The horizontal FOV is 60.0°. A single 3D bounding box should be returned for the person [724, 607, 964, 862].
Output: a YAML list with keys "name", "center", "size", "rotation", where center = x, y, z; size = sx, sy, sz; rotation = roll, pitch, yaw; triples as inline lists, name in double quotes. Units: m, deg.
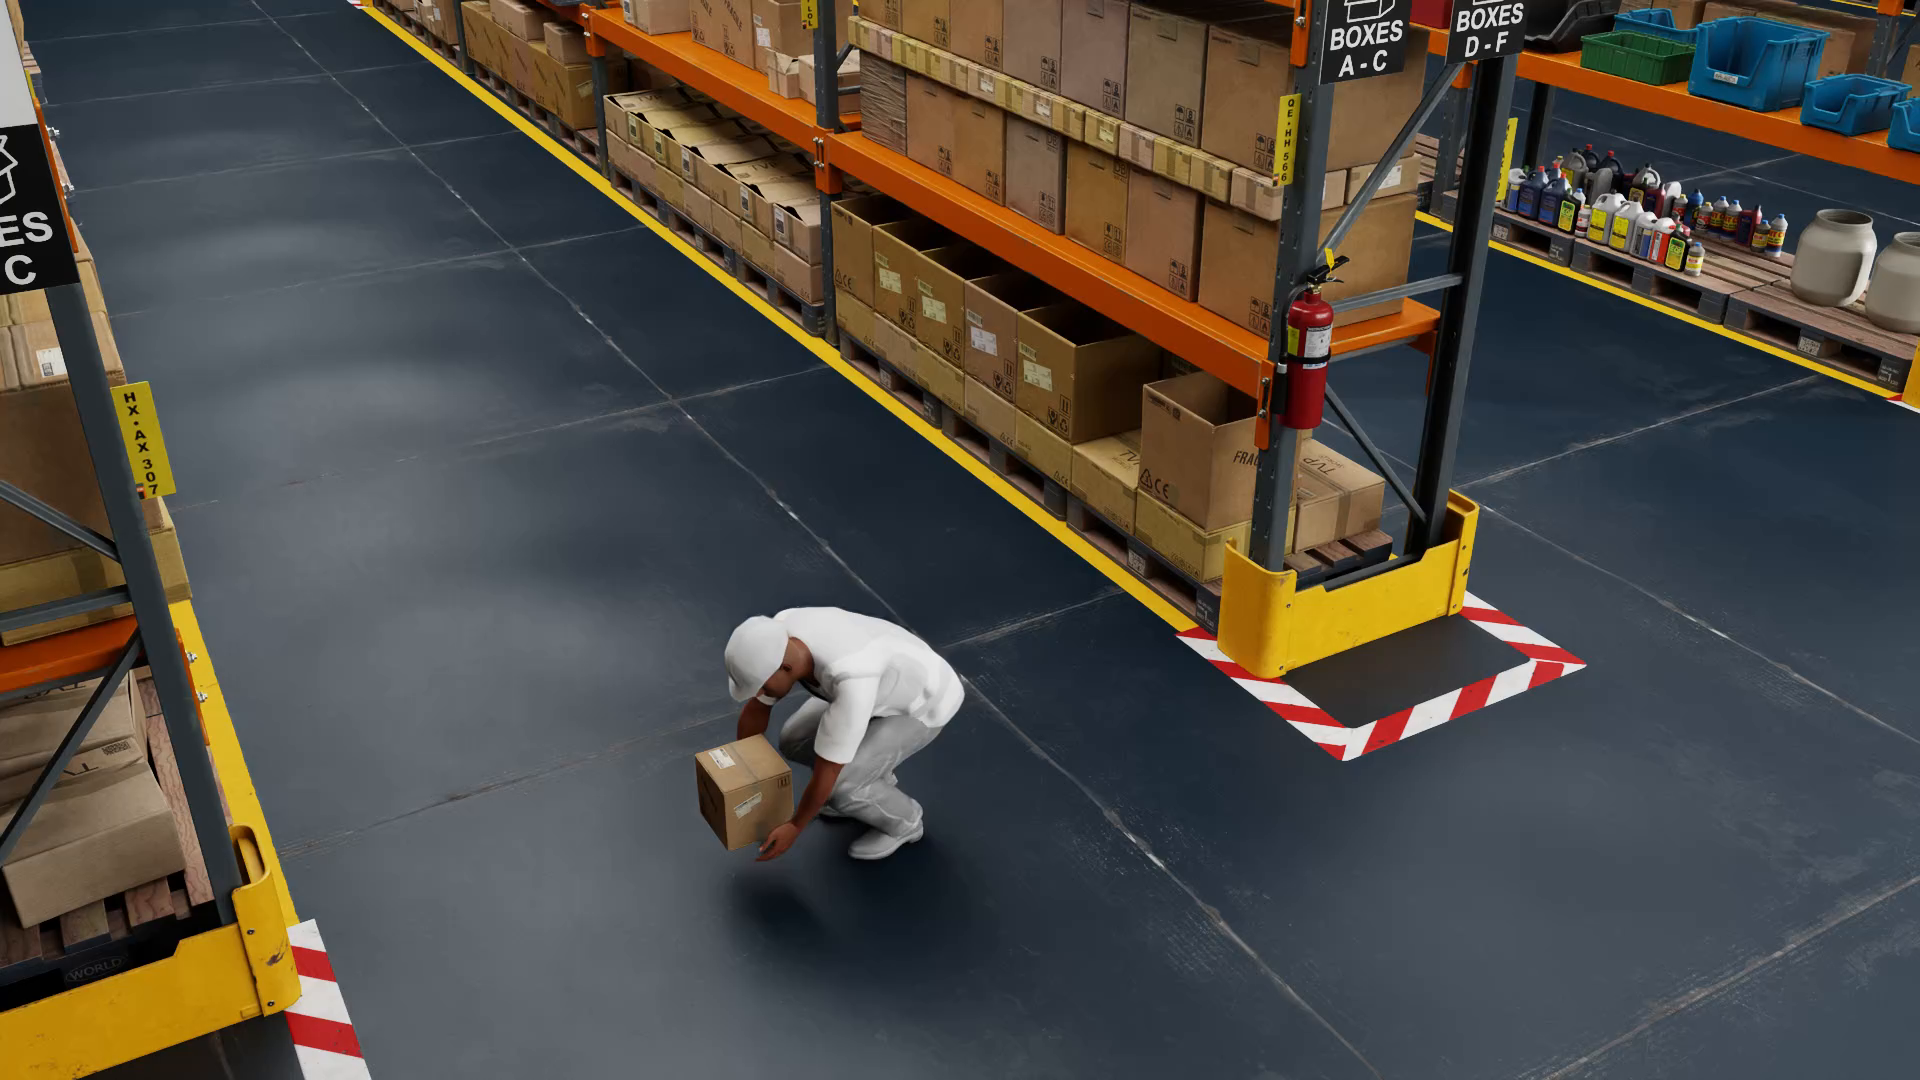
- name: "person"
  center: [-0.403, 0.626, 5.722]
  size: [0.888, 1.040, 0.587]
  rotation: [-16, 33, -26]
